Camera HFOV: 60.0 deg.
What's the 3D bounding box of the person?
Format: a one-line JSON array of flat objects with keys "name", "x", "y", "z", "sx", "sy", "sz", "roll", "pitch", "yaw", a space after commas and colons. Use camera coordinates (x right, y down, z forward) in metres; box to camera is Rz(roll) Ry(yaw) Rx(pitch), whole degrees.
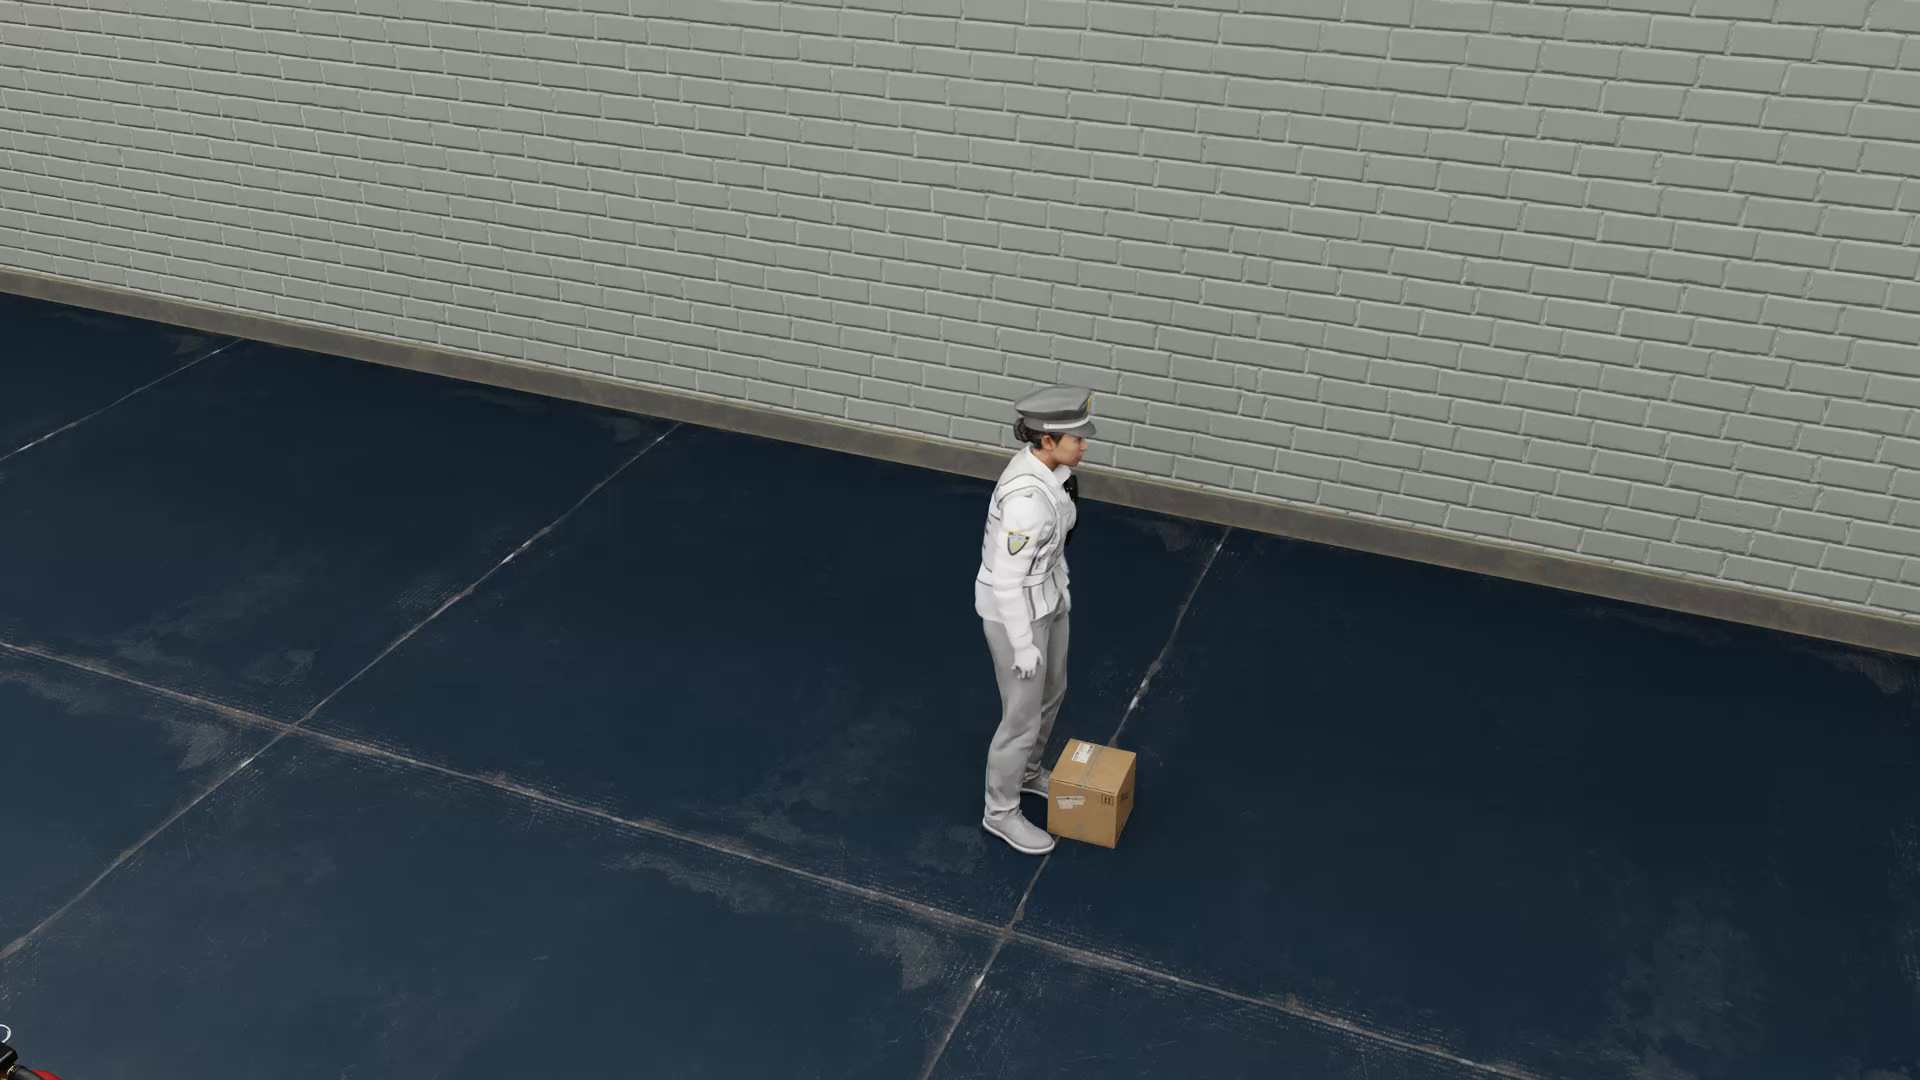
[{"name": "person", "x": 0.251, "y": 0.248, "z": 5.689, "sx": 0.369, "sy": 1.667, "sz": 0.546, "roll": 10, "pitch": 31, "yaw": 17}]
